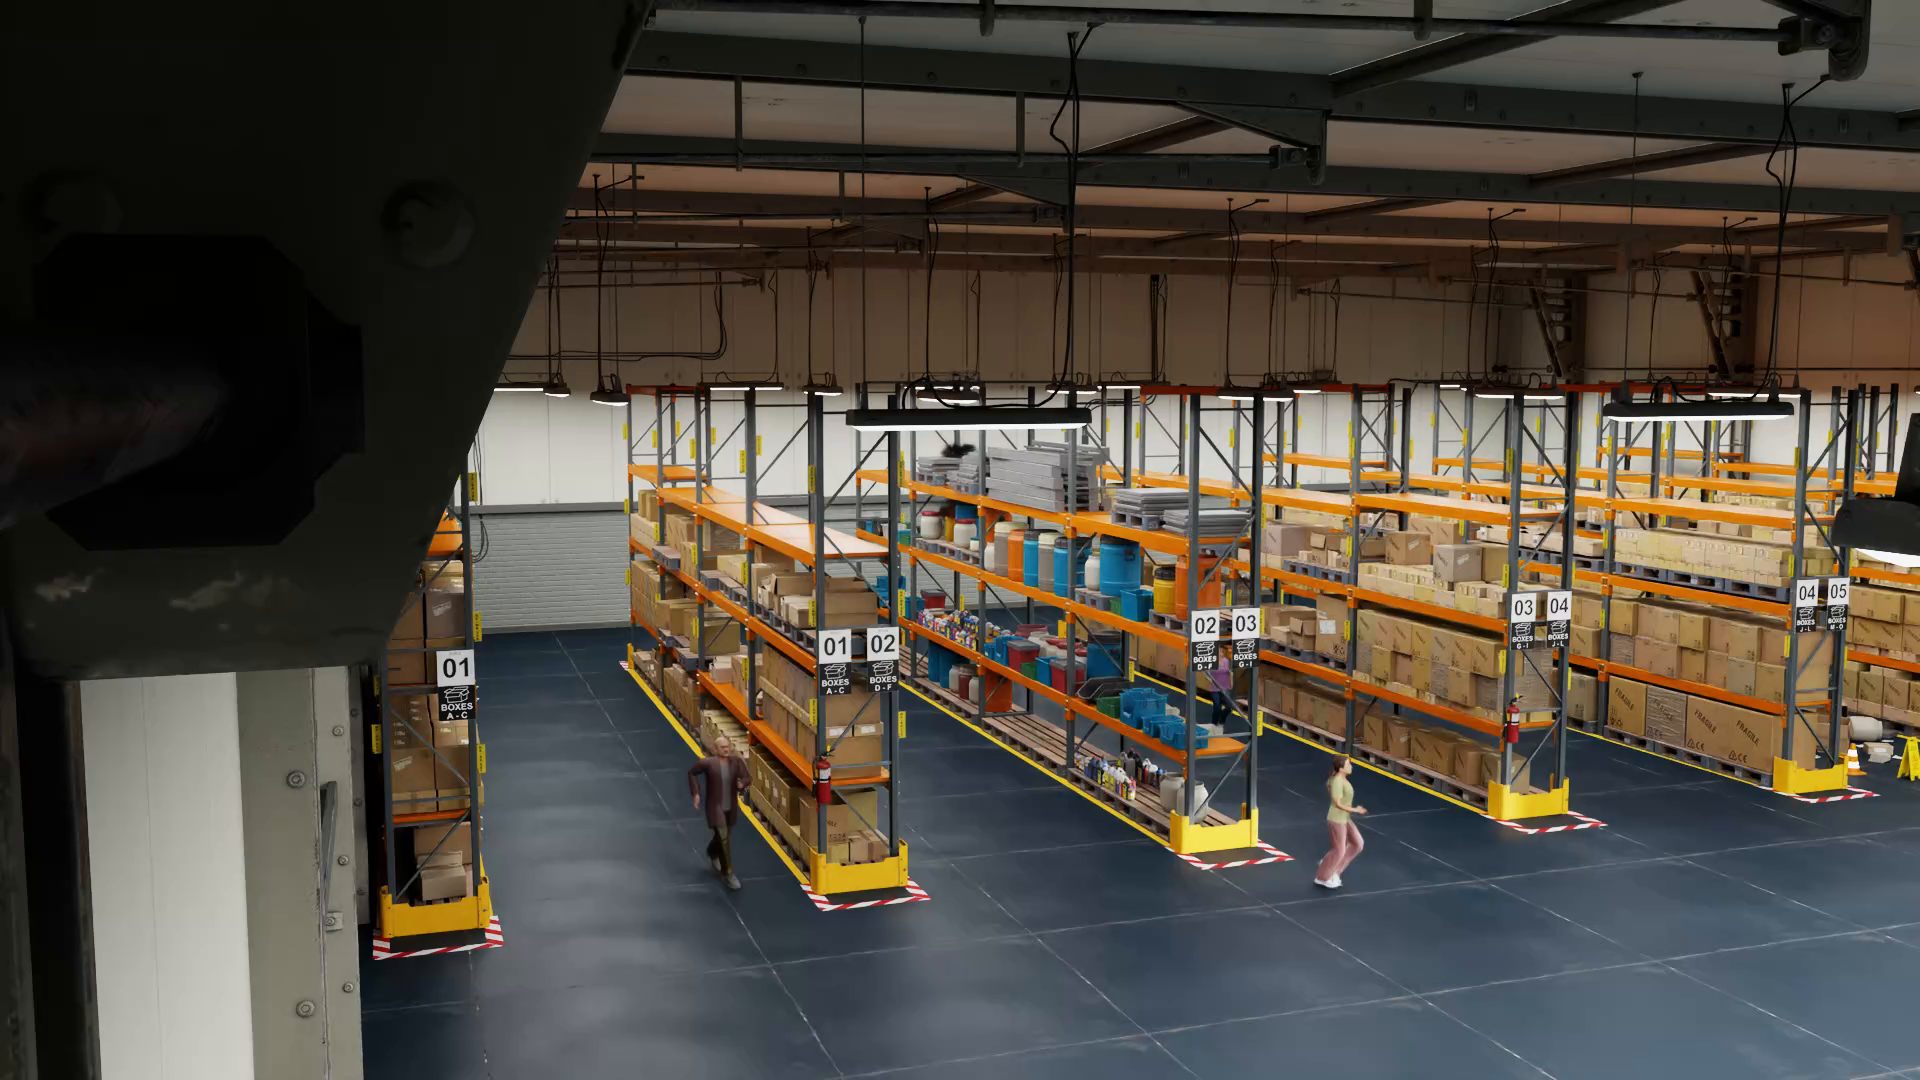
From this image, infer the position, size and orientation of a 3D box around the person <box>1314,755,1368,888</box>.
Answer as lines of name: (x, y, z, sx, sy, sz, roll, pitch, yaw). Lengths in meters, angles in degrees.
person: (4.645, 3.422, 20.228, 0.622, 1.650, 0.596, 2, 6, 21)

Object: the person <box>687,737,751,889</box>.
person: (-2.940, 3.297, 20.484, 0.678, 1.788, 1.037, -4, 7, -34)

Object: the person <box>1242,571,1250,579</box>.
person: (7.274, 1.204, 41.413, 0.614, 1.690, 0.922, 4, 7, 36)

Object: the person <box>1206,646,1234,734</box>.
person: (4.496, 2.593, 28.656, 0.550, 1.560, 0.580, -1, 6, -13)
